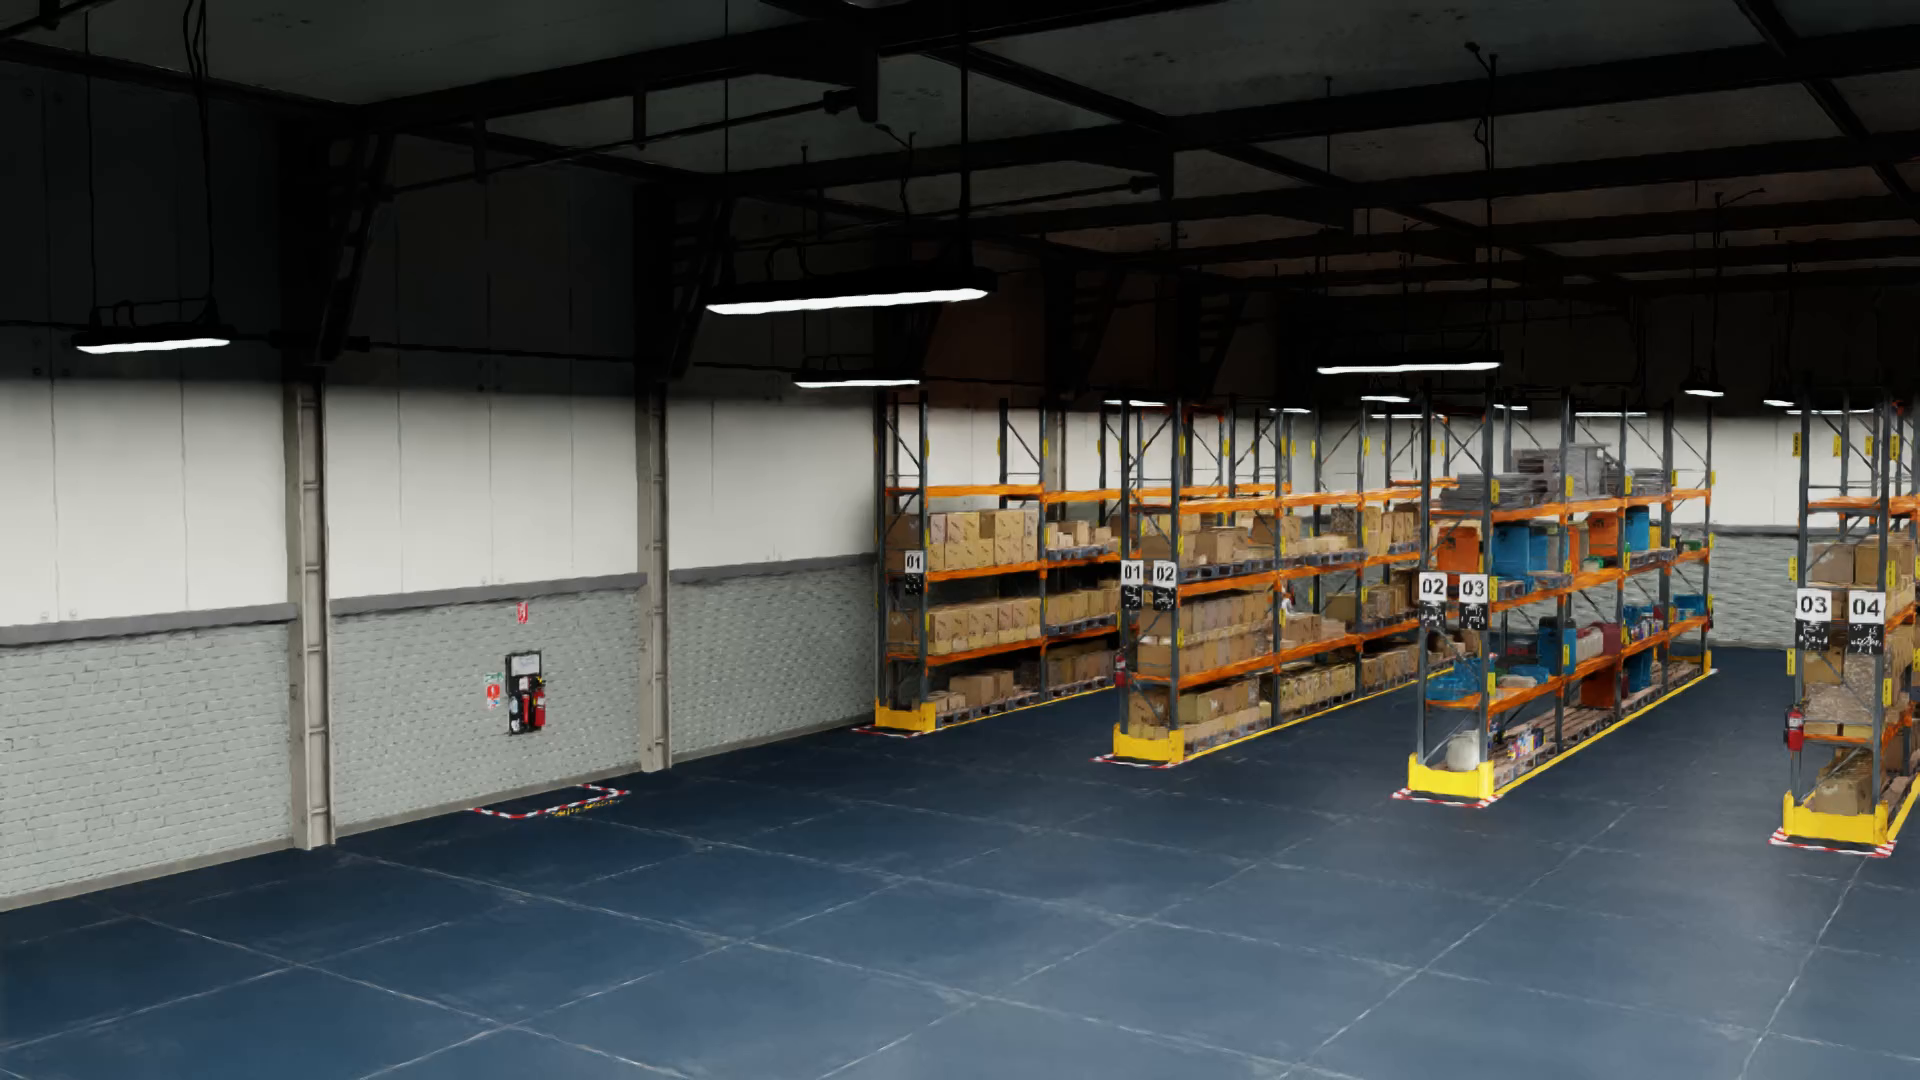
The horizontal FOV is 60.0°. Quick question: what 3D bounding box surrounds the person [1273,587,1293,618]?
[{"bbox_3d":[7.666,1.950,39.502,0.553,1.725,1.030,2,4,33],"label":"person"}]
